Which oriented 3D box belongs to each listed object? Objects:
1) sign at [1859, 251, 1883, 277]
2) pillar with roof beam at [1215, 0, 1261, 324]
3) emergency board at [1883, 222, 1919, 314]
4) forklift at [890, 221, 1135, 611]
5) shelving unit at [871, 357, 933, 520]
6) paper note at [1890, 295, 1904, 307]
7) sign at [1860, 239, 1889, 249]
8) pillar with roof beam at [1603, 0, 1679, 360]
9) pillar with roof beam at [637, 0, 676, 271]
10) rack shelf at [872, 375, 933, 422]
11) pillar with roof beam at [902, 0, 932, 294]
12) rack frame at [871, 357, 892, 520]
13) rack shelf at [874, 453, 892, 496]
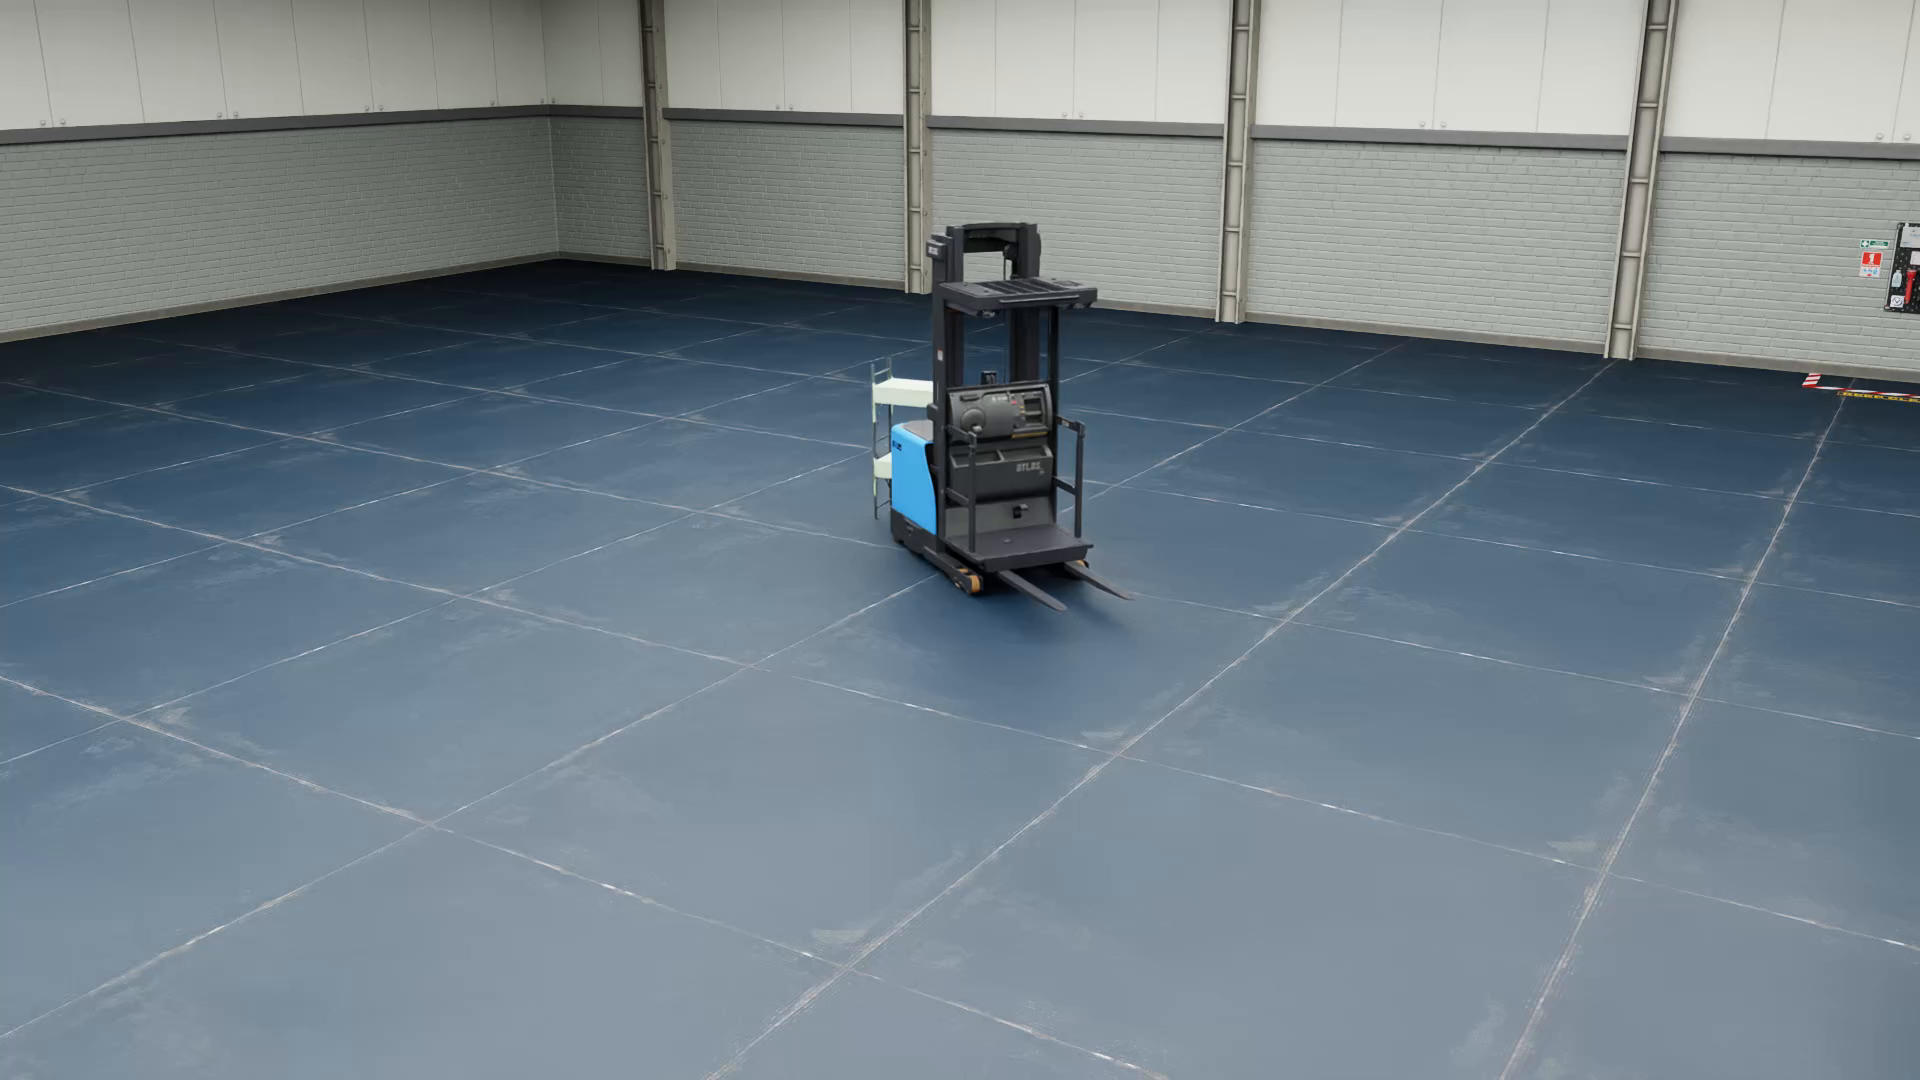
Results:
[{"bbox_3d":[12.095,-3.660,22.078,0.234,0.329,0.001,10,20,30],"label":"sign"},{"bbox_3d":[2.120,-6.778,22.080,0.400,9.000,9.100,10,20,30],"label":"pillar with roof beam"},{"bbox_3d":[12.513,-3.534,21.722,0.643,1.169,0.194,10,20,30],"label":"emergency board"},{"bbox_3d":[0.436,-1.091,13.800,1.130,2.935,3.031,-8,18,-24],"label":"forklift"},{"bbox_3d":[-0.404,-0.923,15.709,0.755,1.500,0.431,7,18,22],"label":"shelving unit"},{"bbox_3d":[12.398,-3.156,21.995,0.142,0.148,0.016,10,20,30],"label":"paper note"},{"bbox_3d":[12.095,-3.911,21.991,0.331,0.109,0.001,10,20,30],"label":"sign"},{"bbox_3d":[7.233,-5.865,19.076,0.400,9.000,9.100,10,20,30],"label":"pillar with roof beam"},{"bbox_3d":[-8.106,-8.603,28.089,0.400,9.000,9.100,10,20,30],"label":"pillar with roof beam"},{"bbox_3d":[-0.404,-1.297,15.596,0.720,0.370,0.431,7,18,22],"label":"rack shelf"},{"bbox_3d":[-2.993,-7.690,25.085,0.400,9.000,9.100,10,20,30],"label":"pillar with roof beam"},{"bbox_3d":[-0.742,-0.965,15.845,0.023,1.500,0.400,7,18,22],"label":"rack frame"},{"bbox_3d":[-0.404,-0.611,15.804,0.720,0.370,0.431,7,18,22],"label":"rack shelf"}]
